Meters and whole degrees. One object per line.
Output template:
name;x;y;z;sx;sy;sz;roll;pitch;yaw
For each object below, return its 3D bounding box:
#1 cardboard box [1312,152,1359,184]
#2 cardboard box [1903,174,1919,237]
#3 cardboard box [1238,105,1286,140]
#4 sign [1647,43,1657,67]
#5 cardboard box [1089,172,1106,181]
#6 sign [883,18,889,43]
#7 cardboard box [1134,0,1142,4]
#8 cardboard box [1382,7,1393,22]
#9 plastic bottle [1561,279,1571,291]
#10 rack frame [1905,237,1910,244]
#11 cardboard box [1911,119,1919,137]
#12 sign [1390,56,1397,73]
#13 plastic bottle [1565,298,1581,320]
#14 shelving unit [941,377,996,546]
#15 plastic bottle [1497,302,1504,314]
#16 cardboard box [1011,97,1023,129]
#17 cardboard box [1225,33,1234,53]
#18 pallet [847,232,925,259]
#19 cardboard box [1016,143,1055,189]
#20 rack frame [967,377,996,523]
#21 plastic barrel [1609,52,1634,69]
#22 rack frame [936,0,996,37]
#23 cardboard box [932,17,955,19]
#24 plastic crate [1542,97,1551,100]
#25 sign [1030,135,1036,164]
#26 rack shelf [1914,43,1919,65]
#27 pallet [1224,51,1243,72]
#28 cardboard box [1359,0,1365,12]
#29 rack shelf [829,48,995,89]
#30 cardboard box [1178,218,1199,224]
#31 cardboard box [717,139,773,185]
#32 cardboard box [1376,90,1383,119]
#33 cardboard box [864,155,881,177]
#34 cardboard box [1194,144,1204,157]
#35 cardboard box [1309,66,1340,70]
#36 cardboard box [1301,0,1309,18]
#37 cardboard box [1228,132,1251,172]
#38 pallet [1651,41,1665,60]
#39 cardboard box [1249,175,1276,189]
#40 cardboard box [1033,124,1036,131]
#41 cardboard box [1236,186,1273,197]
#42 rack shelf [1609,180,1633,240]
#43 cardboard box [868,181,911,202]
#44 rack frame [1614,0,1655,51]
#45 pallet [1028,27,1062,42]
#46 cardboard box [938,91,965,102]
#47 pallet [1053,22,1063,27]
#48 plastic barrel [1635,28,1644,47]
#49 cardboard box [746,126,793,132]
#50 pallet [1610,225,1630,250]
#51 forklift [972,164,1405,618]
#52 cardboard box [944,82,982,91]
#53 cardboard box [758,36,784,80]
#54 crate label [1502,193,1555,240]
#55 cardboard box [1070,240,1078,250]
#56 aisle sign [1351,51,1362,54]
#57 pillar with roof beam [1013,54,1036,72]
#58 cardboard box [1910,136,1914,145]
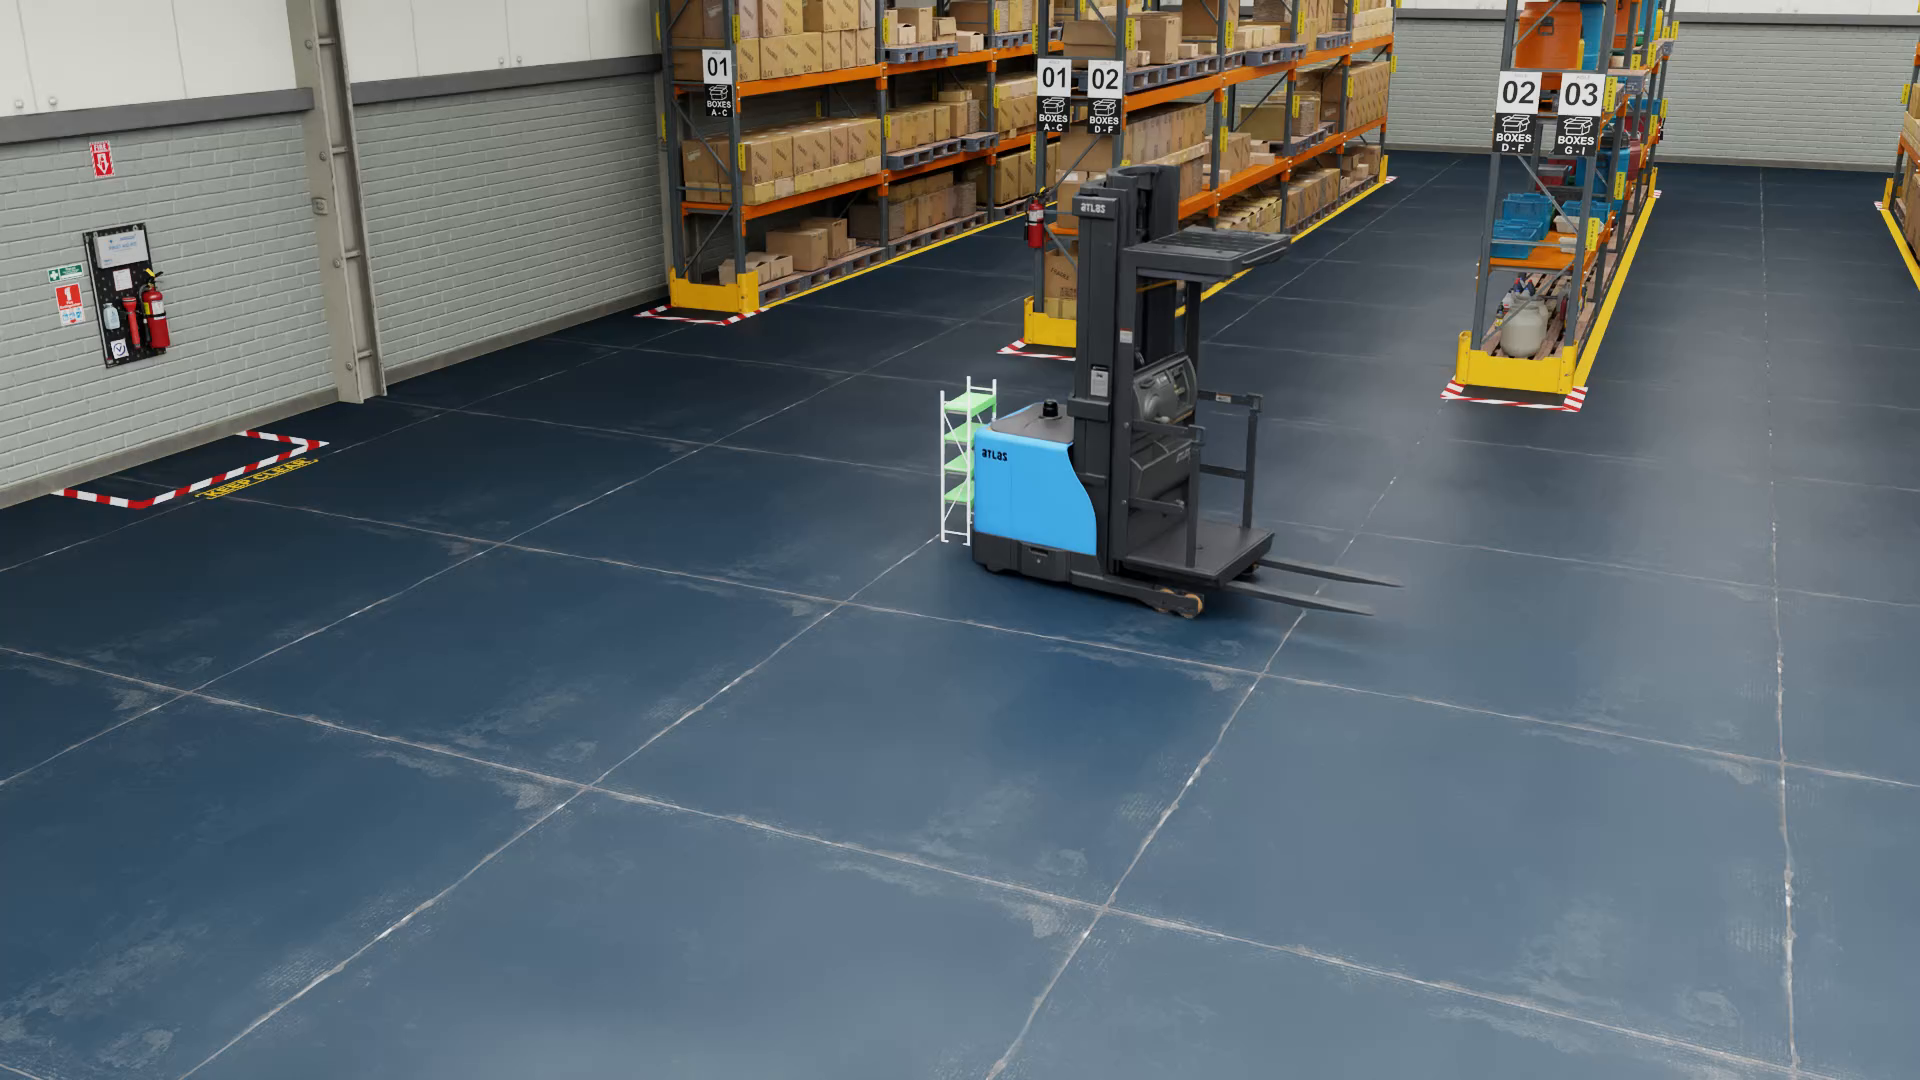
cardboard box;7.018;-6.974;31.172;0.797;0.503;0.637;9;21;23
cardboard box;15.045;-5.006;25.113;1.225;0.875;0.875;9;21;23
cardboard box;4.770;-6.598;26.270;0.700;0.500;0.500;2;20;4
sign;9.637;-6.755;23.167;0.100;0.325;0.005;9;21;23
cardboard box;1.696;-4.143;19.024;0.380;0.149;0.250;8;21;22
sign;-1.046;-7.186;23.450;0.100;0.325;0.005;9;21;23
cardboard box;3.319;-10.949;33.132;0.500;0.500;0.500;8;21;23
cardboard box;7.913;-9.977;31.548;0.500;0.250;0.500;9;21;23
plastic bottle;7.362;-2.984;20.181;0.144;0.351;0.185;9;21;23
rack frame;15.289;-6.008;25.385;1.000;3.000;0.127;9;21;23
cardboard box;15.859;-6.717;27.160;0.500;0.250;0.500;8;21;22
sign;8.389;-9.203;32.170;0.100;0.325;0.005;9;21;23
plastic bottle;7.213;-2.723;19.557;0.152;0.276;0.135;9;21;24
shelving unit;0.068;-0.616;12.910;0.258;1.200;0.503;9;21;23
plastic bottle;6.240;-2.606;19.218;0.061;0.283;0.133;9;22;24
cardboard box;0.750;-7.293;28.376;0.500;0.500;0.500;9;22;24
cardboard box;3.460;-6.818;22.785;0.500;0.250;0.500;6;21;17
pallet;-1.226;-4.526;25.379;1.003;0.211;1.213;9;21;23
cardboard box;1.223;-6.743;30.034;0.750;0.750;0.750;9;22;24
rack frame;0.168;-0.691;13.120;0.240;1.200;0.015;9;21;23
plastic barrel;8.825;-6.392;22.195;0.301;0.262;0.301;0;20;0
rack frame;0.094;-9.651;26.675;1.000;3.000;0.127;9;21;23
cardboard box;-0.411;-8.105;26.627;0.500;0.500;0.500;9;21;23
plastic crate;6.363;-5.049;18.237;0.392;0.384;0.575;9;21;23
sign;0.850;-4.436;18.883;0.100;0.325;0.005;9;21;23
rack shelf;16.108;-7.693;26.722;1.077;0.370;4.000;9;21;23
pallet;3.326;-6.517;22.626;0.805;0.209;1.217;8;21;21
cardboard box;6.751;-9.587;29.331;0.700;0.500;0.500;9;21;23
rack shelf;-0.725;-7.287;25.579;1.077;0.370;4.000;9;21;23
cardboard box;3.089;-4.412;23.539;0.500;0.311;0.500;9;22;24
cardboard box;-2.712;-4.775;20.994;0.500;0.500;0.500;9;21;23
cardboard box;7.747;-8.305;31.695;0.500;0.500;0.500;9;21;23
cardboard box;-1.461;-5.354;23.740;0.500;0.250;0.500;9;21;23
cardboard box;2.958;-5.087;21.680;0.380;0.149;0.250;8;21;22
cardboard box;6.638;-8.387;30.435;0.500;0.500;0.500;9;21;23
cardboard box;5.217;-8.521;26.335;0.500;0.500;0.500;9;21;23
cardboard box;3.943;-5.677;24.307;0.500;0.500;0.500;7;21;20
pallet;10.077;-7.411;25.138;1.003;0.211;1.213;9;21;23
cardboard box;4.803;-5.864;26.936;0.500;0.250;0.500;9;22;25
cardboard box;1.172;-7.334;29.458;0.380;0.149;0.250;9;22;24
cardboard box;4.784;-5.493;27.012;0.500;0.500;0.500;9;22;25
rack shelf;8.313;-4.514;22.259;1.077;0.370;4.000;9;21;23
cardboard box;-1.080;-5.346;25.480;0.500;0.250;0.500;8;21;22
rack frame;9.132;-8.291;22.853;1.000;3.000;0.127;9;21;23
pallet;1.402;-9.083;29.841;0.805;0.209;1.217;8;21;21
cardboard box;-0.138;-7.174;26.891;0.380;0.149;0.250;5;20;14
pallet;2.077;-9.667;31.330;1.003;0.211;1.213;9;21;23
plastic barrel;9.776;-7.295;24.133;0.294;0.245;0.294;0;20;0
cardboard box;-2.554;-5.309;22.495;0.500;0.500;0.500;9;21;23
pallet;9.918;-4.769;26.064;1.003;0.211;1.213;9;21;23
forklift;1.610;-1.044;11.531;3.031;2.935;1.130;12;23;30
cardboard box;0.043;-7.548;27.974;0.500;0.250;0.500;9;22;24
cardboard box;-2.564;-6.075;20.920;0.500;0.500;0.500;10;22;26
crate label;6.363;-3.635;18.662;0.502;0.435;0.616;9;21;23
cardboard box;1.683;-3.468;20.601;0.500;0.500;0.500;9;21;23
aisle sign;7.651;-9.877;32.385;0.394;0.787;0.004;9;21;23
pillar with roof beam;5.157;-10.615;29.388;9.100;9.000;0.400;9;21;23
cardboard box;15.746;-6.498;27.139;0.380;0.149;0.250;9;21;24
